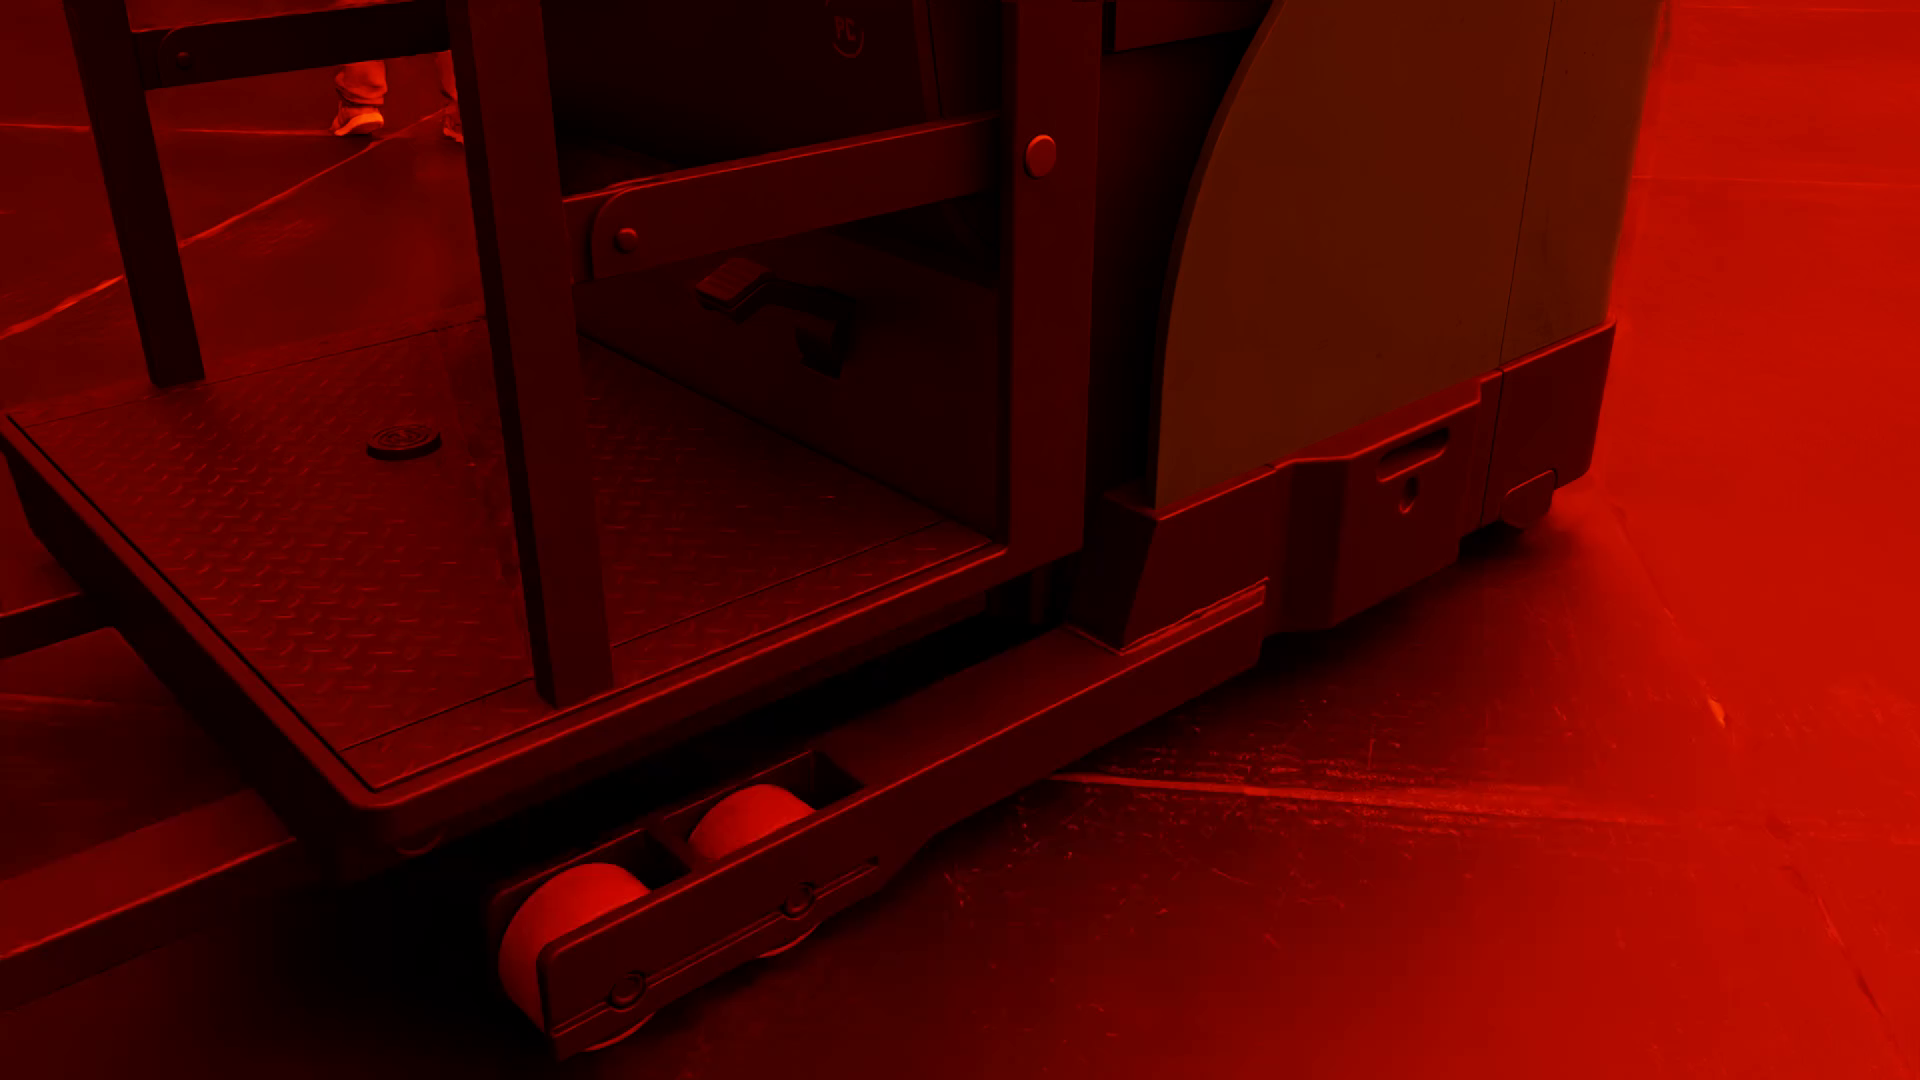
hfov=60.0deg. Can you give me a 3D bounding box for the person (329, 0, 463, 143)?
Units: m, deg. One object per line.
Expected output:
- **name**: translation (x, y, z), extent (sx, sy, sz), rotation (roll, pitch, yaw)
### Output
- **person**: translation (-1.555, -1.878, 4.546), extent (0.518, 1.623, 0.513), rotation (-13, 29, -25)

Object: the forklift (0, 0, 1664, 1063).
- **forklift**: translation (-0.460, -1.103, 1.427), extent (3.031, 2.935, 1.130), rotation (-21, 34, -36)
